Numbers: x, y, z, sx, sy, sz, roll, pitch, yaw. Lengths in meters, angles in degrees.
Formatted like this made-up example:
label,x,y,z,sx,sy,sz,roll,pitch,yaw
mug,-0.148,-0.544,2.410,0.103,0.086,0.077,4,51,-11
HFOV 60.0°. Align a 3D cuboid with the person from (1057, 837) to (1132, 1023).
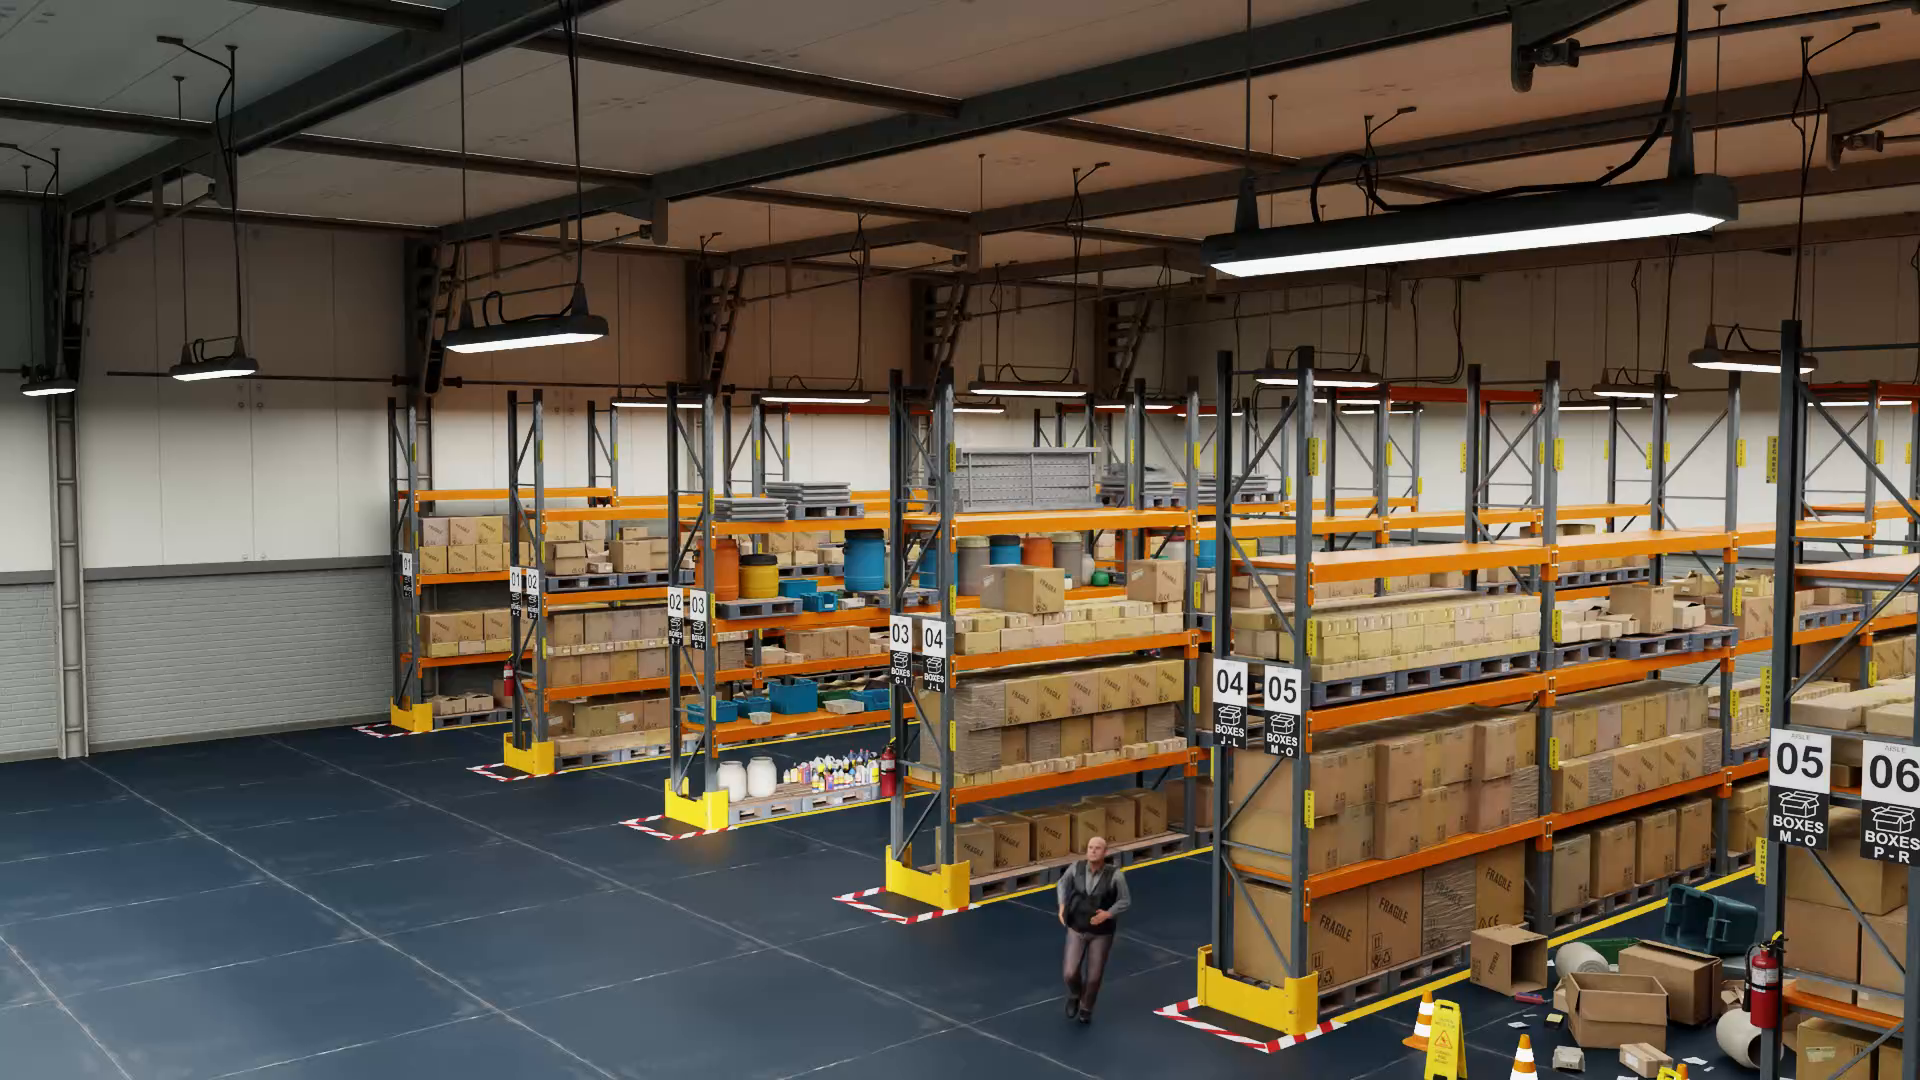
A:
label,x,y,z,sx,sy,sz,roll,pitch,yaw
person,1.161,3.457,14.686,0.691,1.679,0.541,1,3,15
